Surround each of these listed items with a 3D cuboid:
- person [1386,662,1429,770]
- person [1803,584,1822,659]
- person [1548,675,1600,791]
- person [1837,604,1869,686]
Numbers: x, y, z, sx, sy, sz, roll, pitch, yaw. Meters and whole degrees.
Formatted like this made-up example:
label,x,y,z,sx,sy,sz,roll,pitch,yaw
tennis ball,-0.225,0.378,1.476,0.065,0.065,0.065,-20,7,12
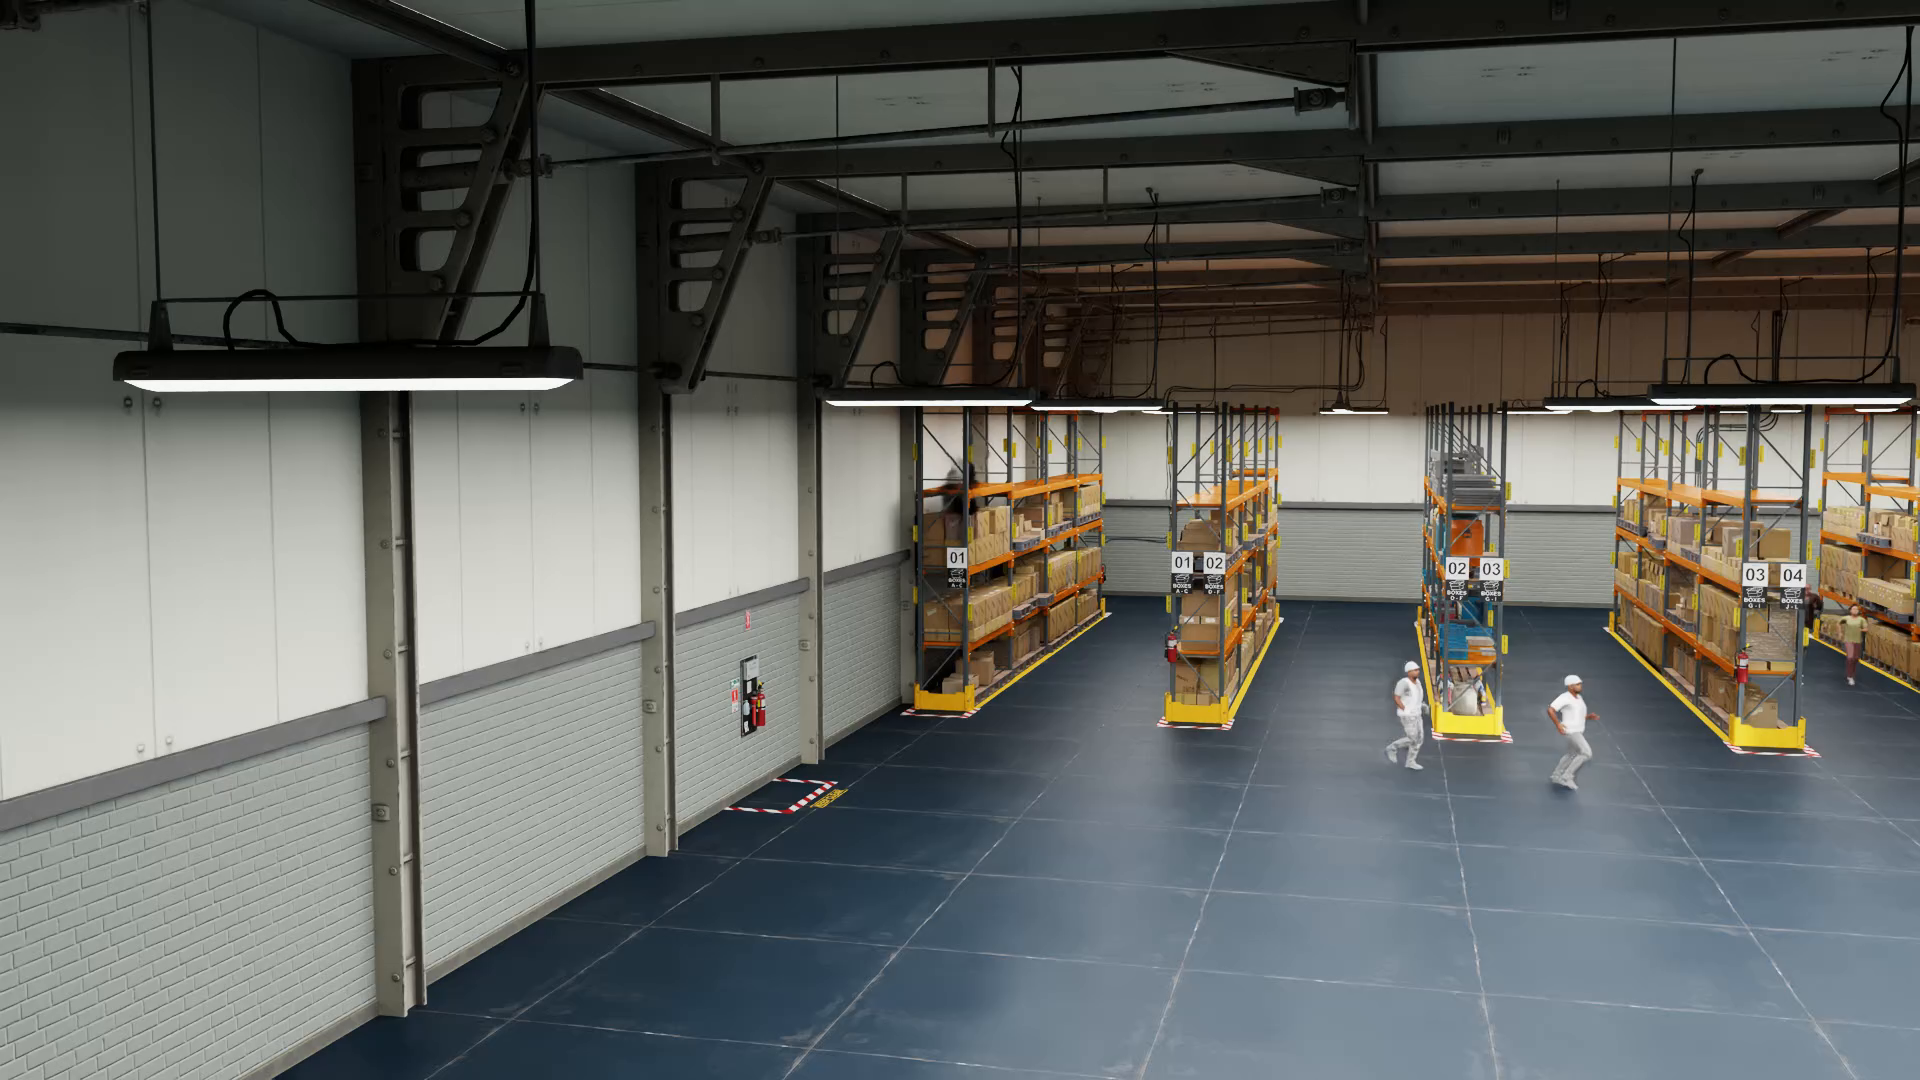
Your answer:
label,x,y,z,sx,sy,sz,roll,pitch,yaw
person,7.319,2.818,27.132,0.540,1.690,0.703,4,6,41
person,20.171,1.923,39.773,0.697,1.791,1.031,1,4,8
person,9.440,2.957,25.535,0.697,1.765,0.676,3,5,37
person,19.237,2.228,35.821,0.555,1.709,0.854,1,4,13
